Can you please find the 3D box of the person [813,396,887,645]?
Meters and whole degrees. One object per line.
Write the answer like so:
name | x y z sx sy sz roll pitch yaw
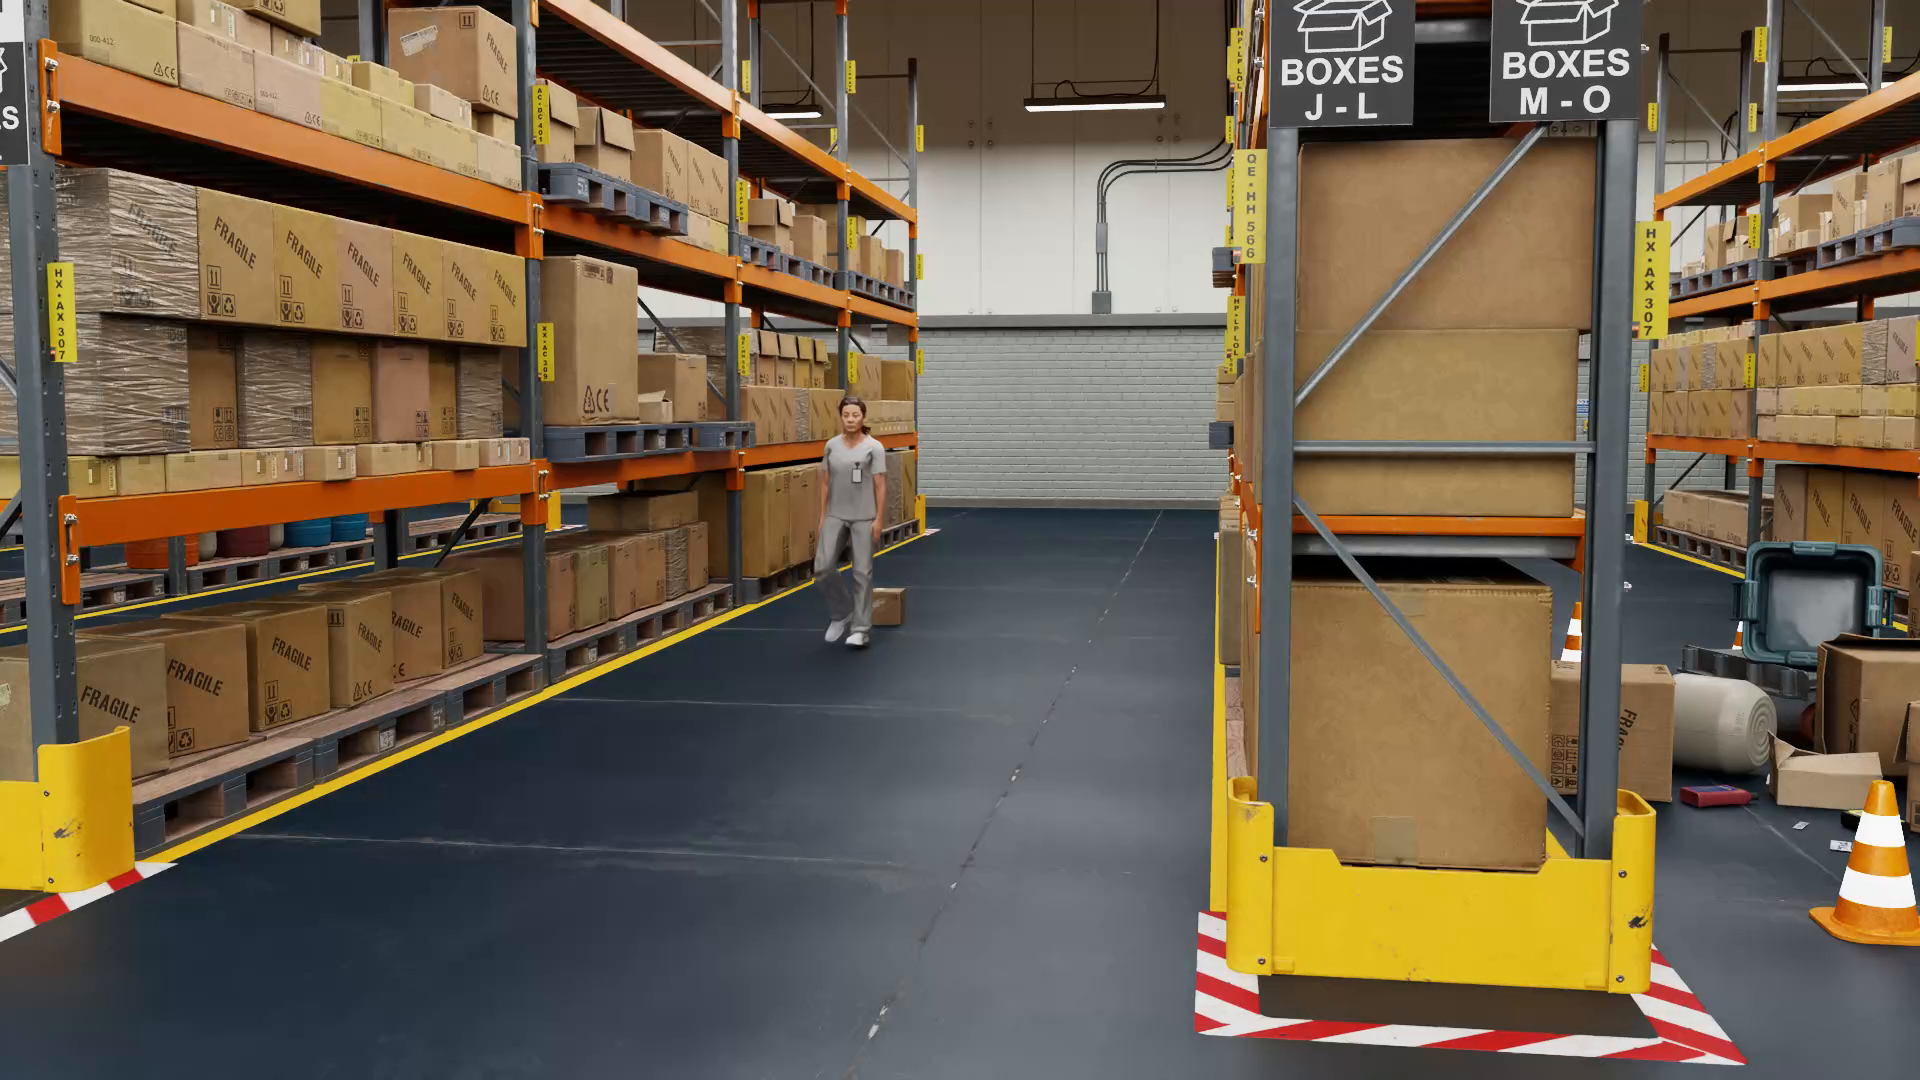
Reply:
person | -0.720 -0.128 11.146 0.470 1.669 0.437 1 5 10
